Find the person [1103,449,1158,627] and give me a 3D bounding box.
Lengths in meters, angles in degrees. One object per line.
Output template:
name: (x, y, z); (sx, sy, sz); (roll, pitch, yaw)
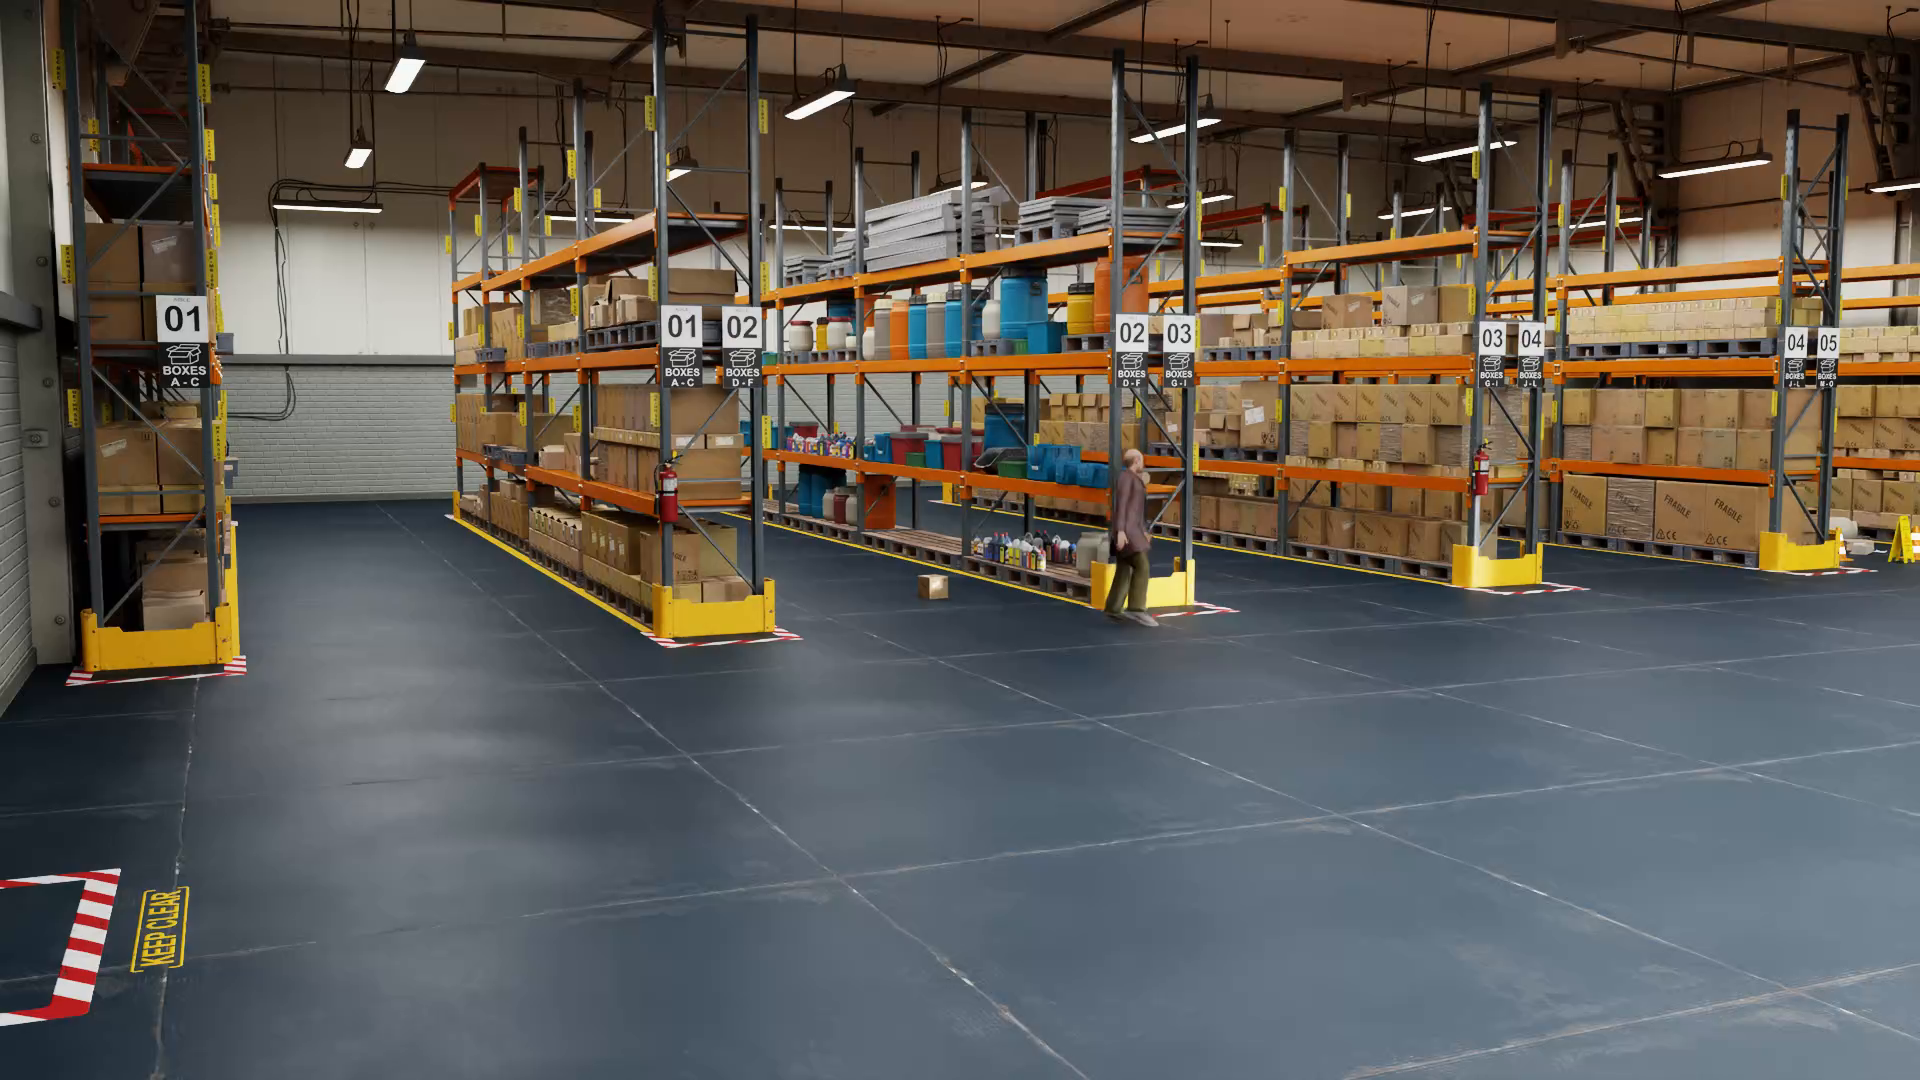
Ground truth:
person: (1.773, -0.035, 16.984); (0.598, 1.781, 0.658); (1, 5, 14)
